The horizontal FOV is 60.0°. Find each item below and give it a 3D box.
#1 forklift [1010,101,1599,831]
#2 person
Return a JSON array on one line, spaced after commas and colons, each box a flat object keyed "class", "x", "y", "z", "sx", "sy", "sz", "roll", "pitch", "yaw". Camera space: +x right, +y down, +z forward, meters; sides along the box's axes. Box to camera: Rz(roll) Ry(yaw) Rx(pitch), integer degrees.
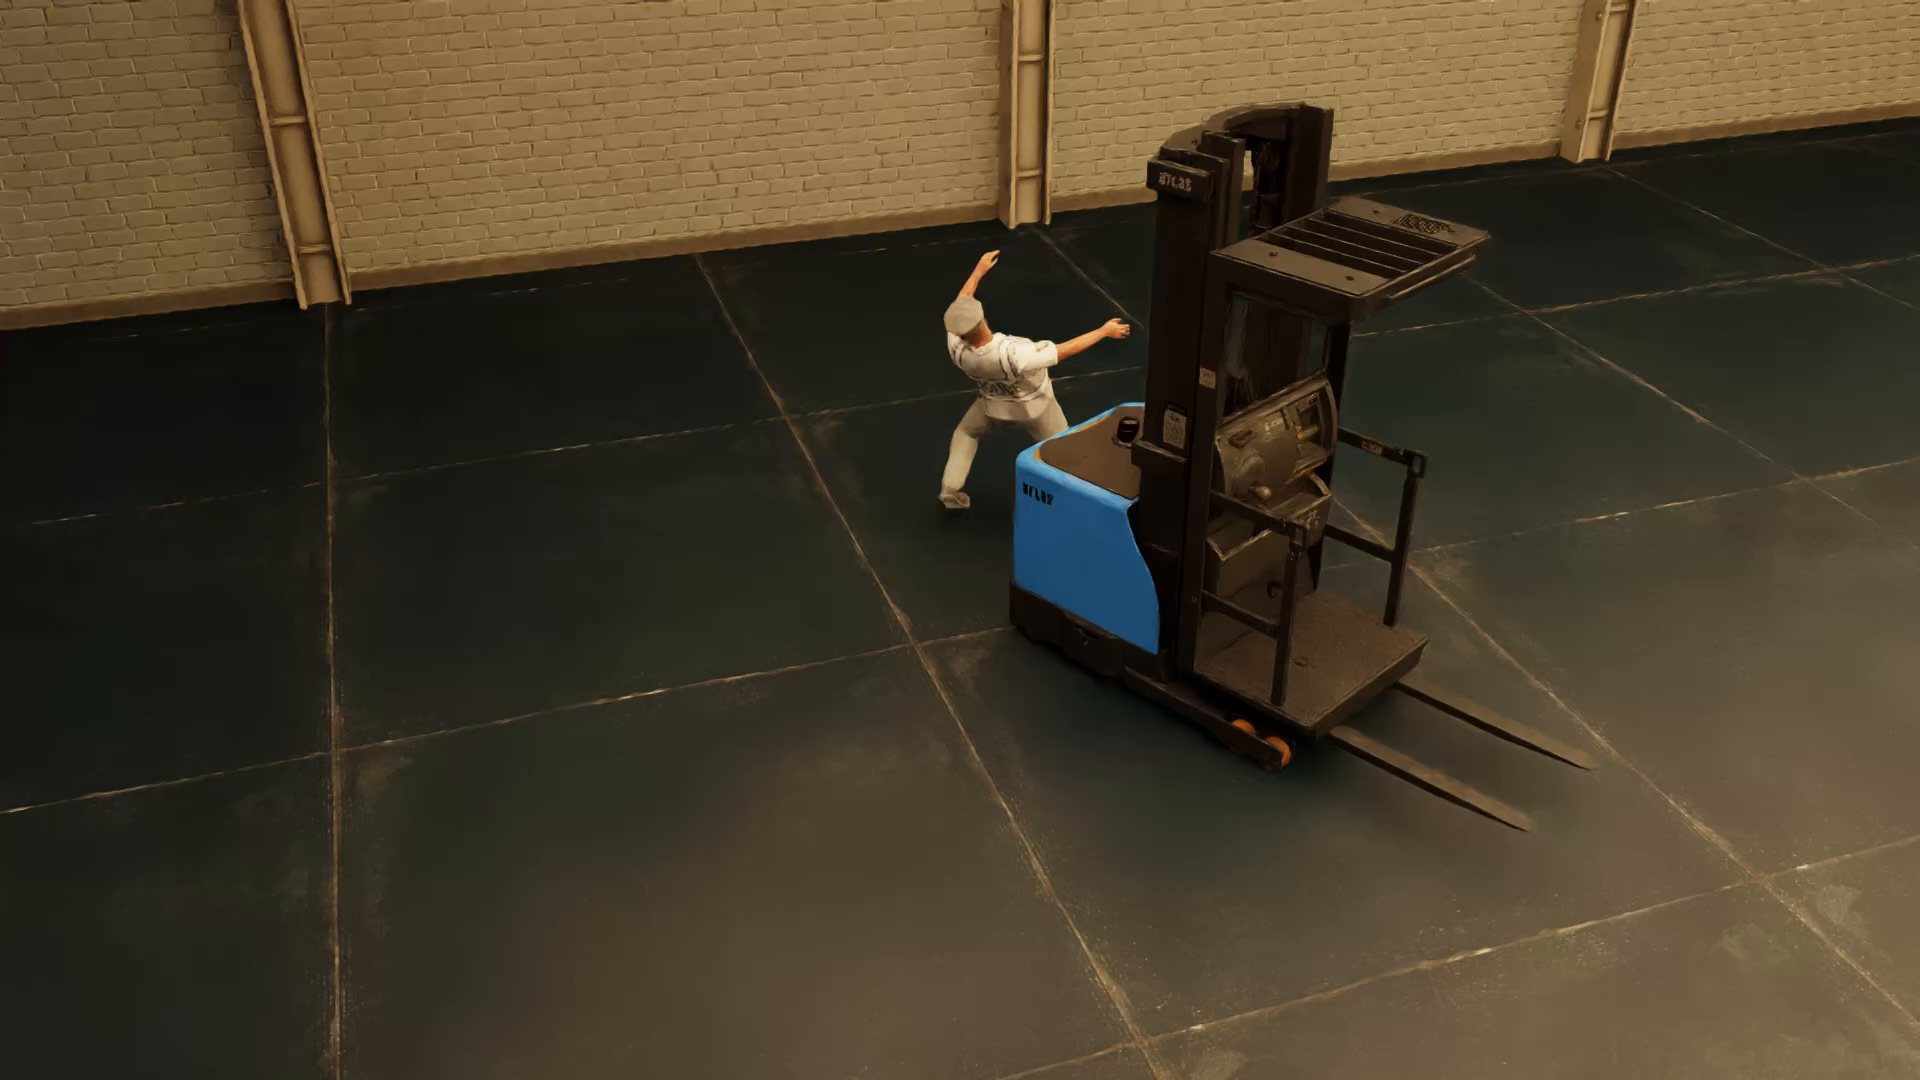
[{"class": "forklift", "x": 1.674, "y": -0.443, "z": 7.857, "sx": 3.031, "sy": 2.935, "sz": 1.130, "roll": 26, "pitch": 39, "yaw": 38}, {"class": "person", "x": 0.415, "y": -0.799, "z": 9.821, "sx": 1.075, "sy": 1.568, "sz": 0.739, "roll": 9, "pitch": 31, "yaw": 15}]
